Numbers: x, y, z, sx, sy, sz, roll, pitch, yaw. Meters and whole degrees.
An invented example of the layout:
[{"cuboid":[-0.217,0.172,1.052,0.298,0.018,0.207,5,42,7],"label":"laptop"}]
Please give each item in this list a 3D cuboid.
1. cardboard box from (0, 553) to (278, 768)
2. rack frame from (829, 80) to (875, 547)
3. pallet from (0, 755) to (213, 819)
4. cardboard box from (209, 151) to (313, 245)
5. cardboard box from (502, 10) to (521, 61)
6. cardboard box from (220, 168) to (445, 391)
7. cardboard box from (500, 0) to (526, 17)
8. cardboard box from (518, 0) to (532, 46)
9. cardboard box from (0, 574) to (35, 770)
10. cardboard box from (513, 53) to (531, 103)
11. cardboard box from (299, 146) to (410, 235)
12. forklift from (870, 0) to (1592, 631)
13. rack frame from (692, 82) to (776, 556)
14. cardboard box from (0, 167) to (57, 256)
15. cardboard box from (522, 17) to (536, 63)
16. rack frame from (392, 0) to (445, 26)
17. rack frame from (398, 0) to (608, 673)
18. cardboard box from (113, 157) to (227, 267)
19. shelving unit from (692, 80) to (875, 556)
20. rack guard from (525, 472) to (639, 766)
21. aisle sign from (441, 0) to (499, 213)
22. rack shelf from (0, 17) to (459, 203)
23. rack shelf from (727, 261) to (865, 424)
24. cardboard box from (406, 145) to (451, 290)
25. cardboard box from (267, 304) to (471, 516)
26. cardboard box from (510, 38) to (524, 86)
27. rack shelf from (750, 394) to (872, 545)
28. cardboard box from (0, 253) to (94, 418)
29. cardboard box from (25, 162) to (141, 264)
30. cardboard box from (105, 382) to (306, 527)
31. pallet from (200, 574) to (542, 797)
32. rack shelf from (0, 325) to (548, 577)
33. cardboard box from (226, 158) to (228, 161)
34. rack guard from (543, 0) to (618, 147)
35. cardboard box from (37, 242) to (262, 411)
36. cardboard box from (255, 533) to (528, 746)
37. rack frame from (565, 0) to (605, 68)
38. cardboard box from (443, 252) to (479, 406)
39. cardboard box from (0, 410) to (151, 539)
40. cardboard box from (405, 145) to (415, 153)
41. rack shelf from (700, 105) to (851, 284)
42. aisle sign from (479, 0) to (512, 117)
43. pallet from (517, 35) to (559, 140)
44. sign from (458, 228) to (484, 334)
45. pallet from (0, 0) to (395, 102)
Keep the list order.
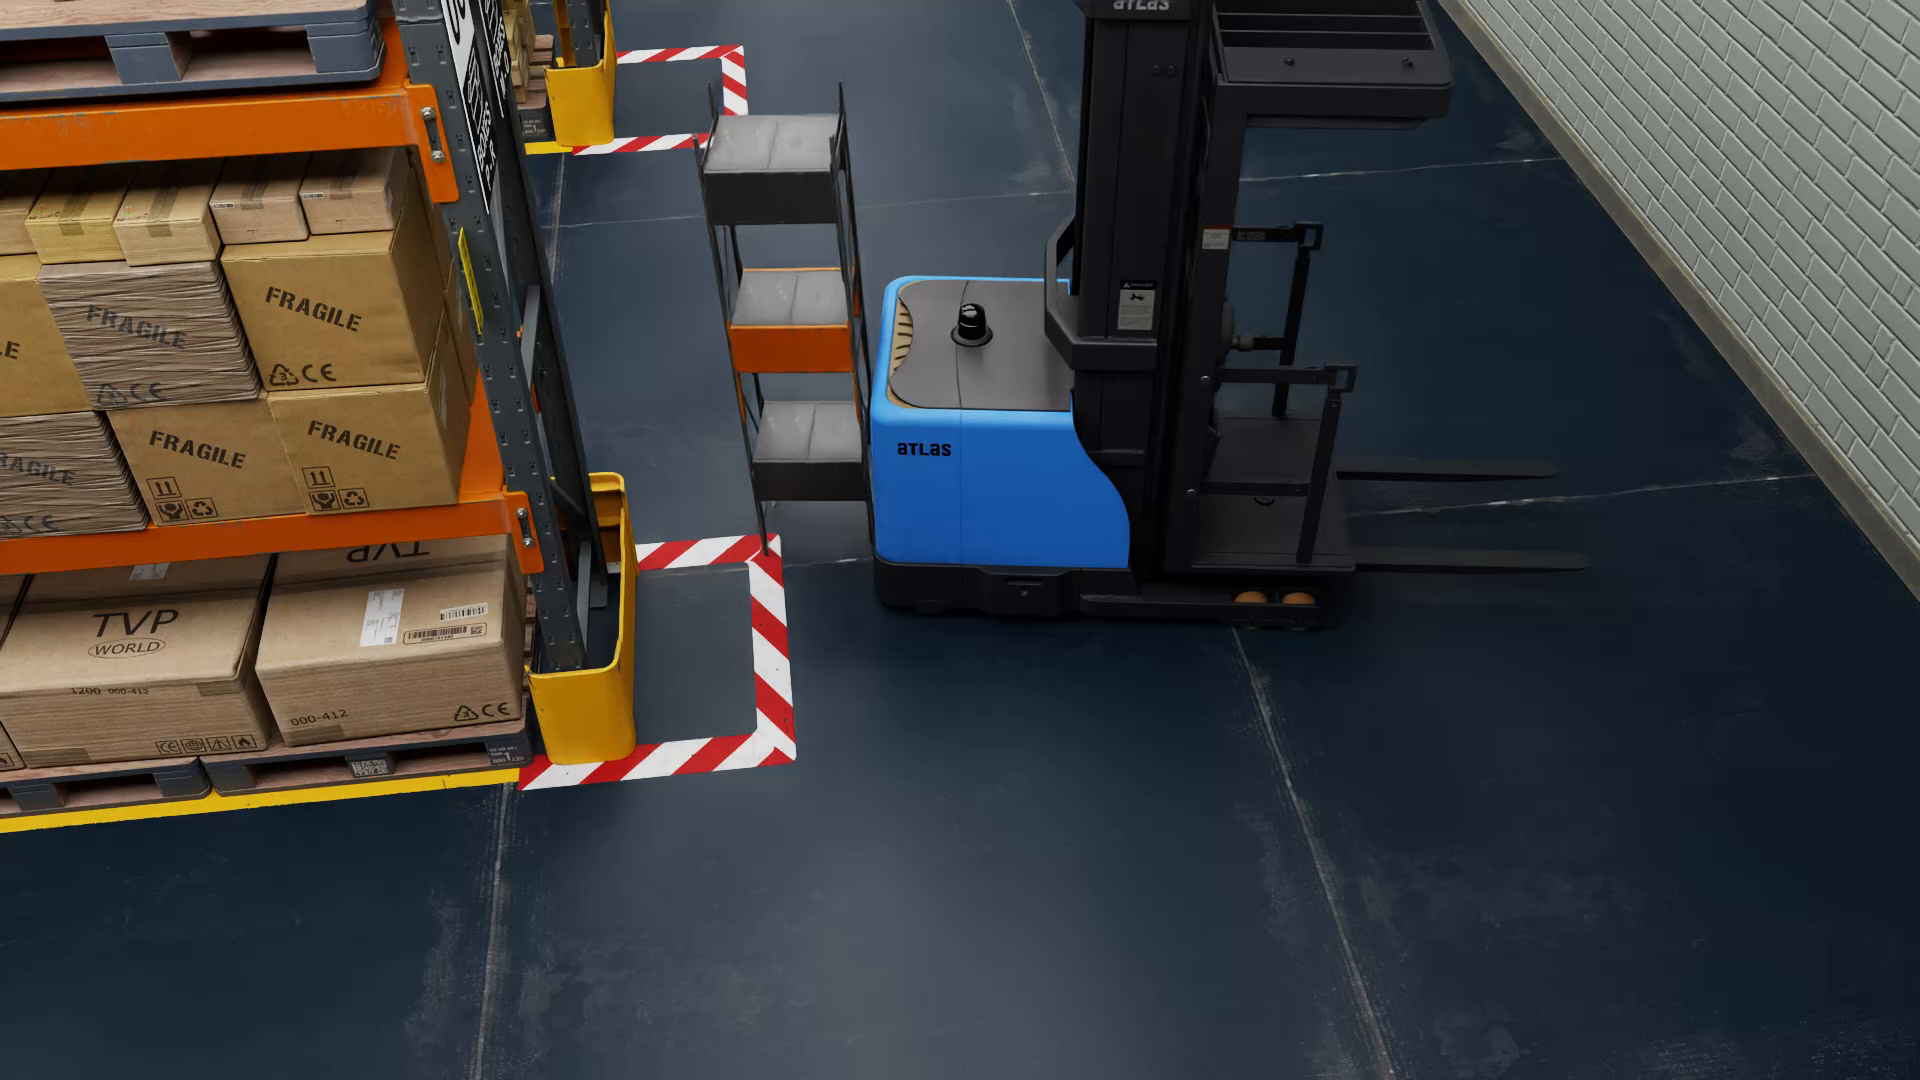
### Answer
[{"cuboid":[-3.090,0.375,6.410,0.875,0.438,0.875,-4,42,-4],"label":"cardboard box"},{"cuboid":[-0.410,-0.819,6.765,0.015,2.100,0.400,0,44,3],"label":"rack frame"},{"cuboid":[-3.532,0.631,6.608,1.213,0.211,1.003,-5,42,-6],"label":"pallet"},{"cuboid":[-2.120,-1.077,5.114,0.250,0.149,0.380,-4,42,-5],"label":"cardboard box"},{"cuboid":[-2.776,-3.012,9.936,0.250,0.149,0.380,-5,42,-5],"label":"cardboard box"},{"cuboid":[-1.989,-0.838,5.334,0.500,0.500,0.500,-4,42,-4],"label":"cardboard box"},{"cuboid":[-2.847,-3.407,10.373,0.250,0.149,0.380,-7,42,-7],"label":"cardboard box"},{"cuboid":[-2.837,-3.241,10.412,0.250,0.149,0.380,-3,42,-4],"label":"cardboard box"},{"cuboid":[-3.984,0.452,6.324,0.875,0.438,0.875,-6,42,-7],"label":"cardboard box"},{"cuboid":[-2.779,-2.822,10.169,0.250,0.149,0.380,-4,42,-5],"label":"cardboard box"},{"cuboid":[-1.872,-1.115,5.156,0.250,0.149,0.380,-4,42,-5],"label":"cardboard box"},{"cuboid":[1.164,-1.071,6.464,3.031,2.935,1.130,1,42,2],"label":"forklift"},{"cuboid":[-0.897,-0.817,6.791,0.015,2.100,0.400,0,44,3],"label":"rack frame"},{"cuboid":[-2.889,-1.028,5.060,0.250,0.149,0.380,-5,42,-6],"label":"cardboard box"},{"cuboid":[-2.845,-3.173,10.558,0.250,0.149,0.380,-4,42,-5],"label":"cardboard box"},{"cuboid":[-1.542,-2.857,3.914,0.127,3.000,1.000,-5,42,-6],"label":"rack frame"},{"cuboid":[-1.542,-0.630,5.924,0.127,3.000,1.000,-5,42,-6],"label":"rack frame"},{"cuboid":[-2.365,-0.999,5.027,0.250,0.149,0.380,-5,42,-6],"label":"cardboard box"},{"cuboid":[-0.654,-0.818,6.778,0.503,2.100,0.431,0,44,3],"label":"shelving unit"},{"cuboid":[-1.518,0.296,6.763,0.348,0.500,1.175,-5,42,-6],"label":"rack guard"},{"cuboid":[-1.430,-1.395,4.832,0.004,0.787,0.394,-5,42,-6],"label":"aisle sign"},{"cuboid":[-3.525,-1.303,4.967,4.000,0.370,1.077,-5,42,-6],"label":"rack shelf"},{"cuboid":[-0.653,-0.808,6.788,0.480,0.518,0.431,0,44,3],"label":"rack shelf"},{"cuboid":[-2.055,-1.186,5.719,0.500,0.500,0.500,-6,42,-6],"label":"cardboard box"},{"cuboid":[-1.986,-0.449,5.649,0.500,0.500,0.500,-5,42,-5],"label":"cardboard box"},{"cuboid":[-2.770,-2.881,10.012,0.250,0.149,0.380,-6,42,-7],"label":"cardboard box"},{"cuboid":[-0.626,-0.308,7.277,0.480,0.518,0.431,0,44,3],"label":"rack shelf"},{"cuboid":[-2.994,-0.732,5.216,0.500,0.500,0.500,-5,42,-6],"label":"cardboard box"},{"cuboid":[-2.621,-1.004,5.033,0.250,0.149,0.380,-4,42,-5],"label":"cardboard box"},{"cuboid":[-2.485,-0.416,5.612,0.500,0.500,0.500,-6,42,-6],"label":"cardboard box"},{"cuboid":[-2.325,0.527,6.723,1.213,0.211,1.003,-5,42,-6],"label":"pallet"},{"cuboid":[-3.525,-0.189,5.972,4.000,0.370,1.077,-5,42,-6],"label":"rack shelf"},{"cuboid":[-2.566,-1.136,5.664,0.500,0.500,0.500,-6,42,-7],"label":"cardboard box"},{"cuboid":[-2.359,-2.974,10.389,0.348,0.500,1.175,-5,42,-6],"label":"rack guard"},{"cuboid":[-2.503,-0.773,5.262,0.500,0.500,0.500,-5,42,-5],"label":"cardboard box"},{"cuboid":[-2.183,0.289,6.504,0.875,0.438,0.875,-6,42,-7],"label":"cardboard box"},{"cuboid":[-2.284,-3.908,9.559,0.127,3.000,1.000,-5,42,-6],"label":"rack frame"},{"cuboid":[-2.055,-0.816,6.055,0.500,0.500,0.500,-5,42,-6],"label":"cardboard box"},{"cuboid":[-2.994,-0.364,5.555,0.500,0.500,0.500,-4,42,-4],"label":"cardboard box"},{"cuboid":[-1.930,-1.432,5.508,0.250,0.149,0.380,-4,42,-5],"label":"cardboard box"},{"cuboid":[-0.680,-1.308,6.298,0.480,0.518,0.431,0,44,3],"label":"rack shelf"},{"cuboid":[-1.508,-1.794,5.273,0.004,0.787,0.394,-5,42,-6],"label":"aisle sign"},{"cuboid":[-3.169,-2.819,10.433,1.213,0.211,1.003,-5,42,-6],"label":"pallet"},{"cuboid":[-1.485,-0.786,5.056,0.005,0.325,0.100,-5,42,-6],"label":"sign"},{"cuboid":[-2.276,-1.639,4.870,1.213,0.211,1.003,-5,42,-6],"label":"pallet"}]
